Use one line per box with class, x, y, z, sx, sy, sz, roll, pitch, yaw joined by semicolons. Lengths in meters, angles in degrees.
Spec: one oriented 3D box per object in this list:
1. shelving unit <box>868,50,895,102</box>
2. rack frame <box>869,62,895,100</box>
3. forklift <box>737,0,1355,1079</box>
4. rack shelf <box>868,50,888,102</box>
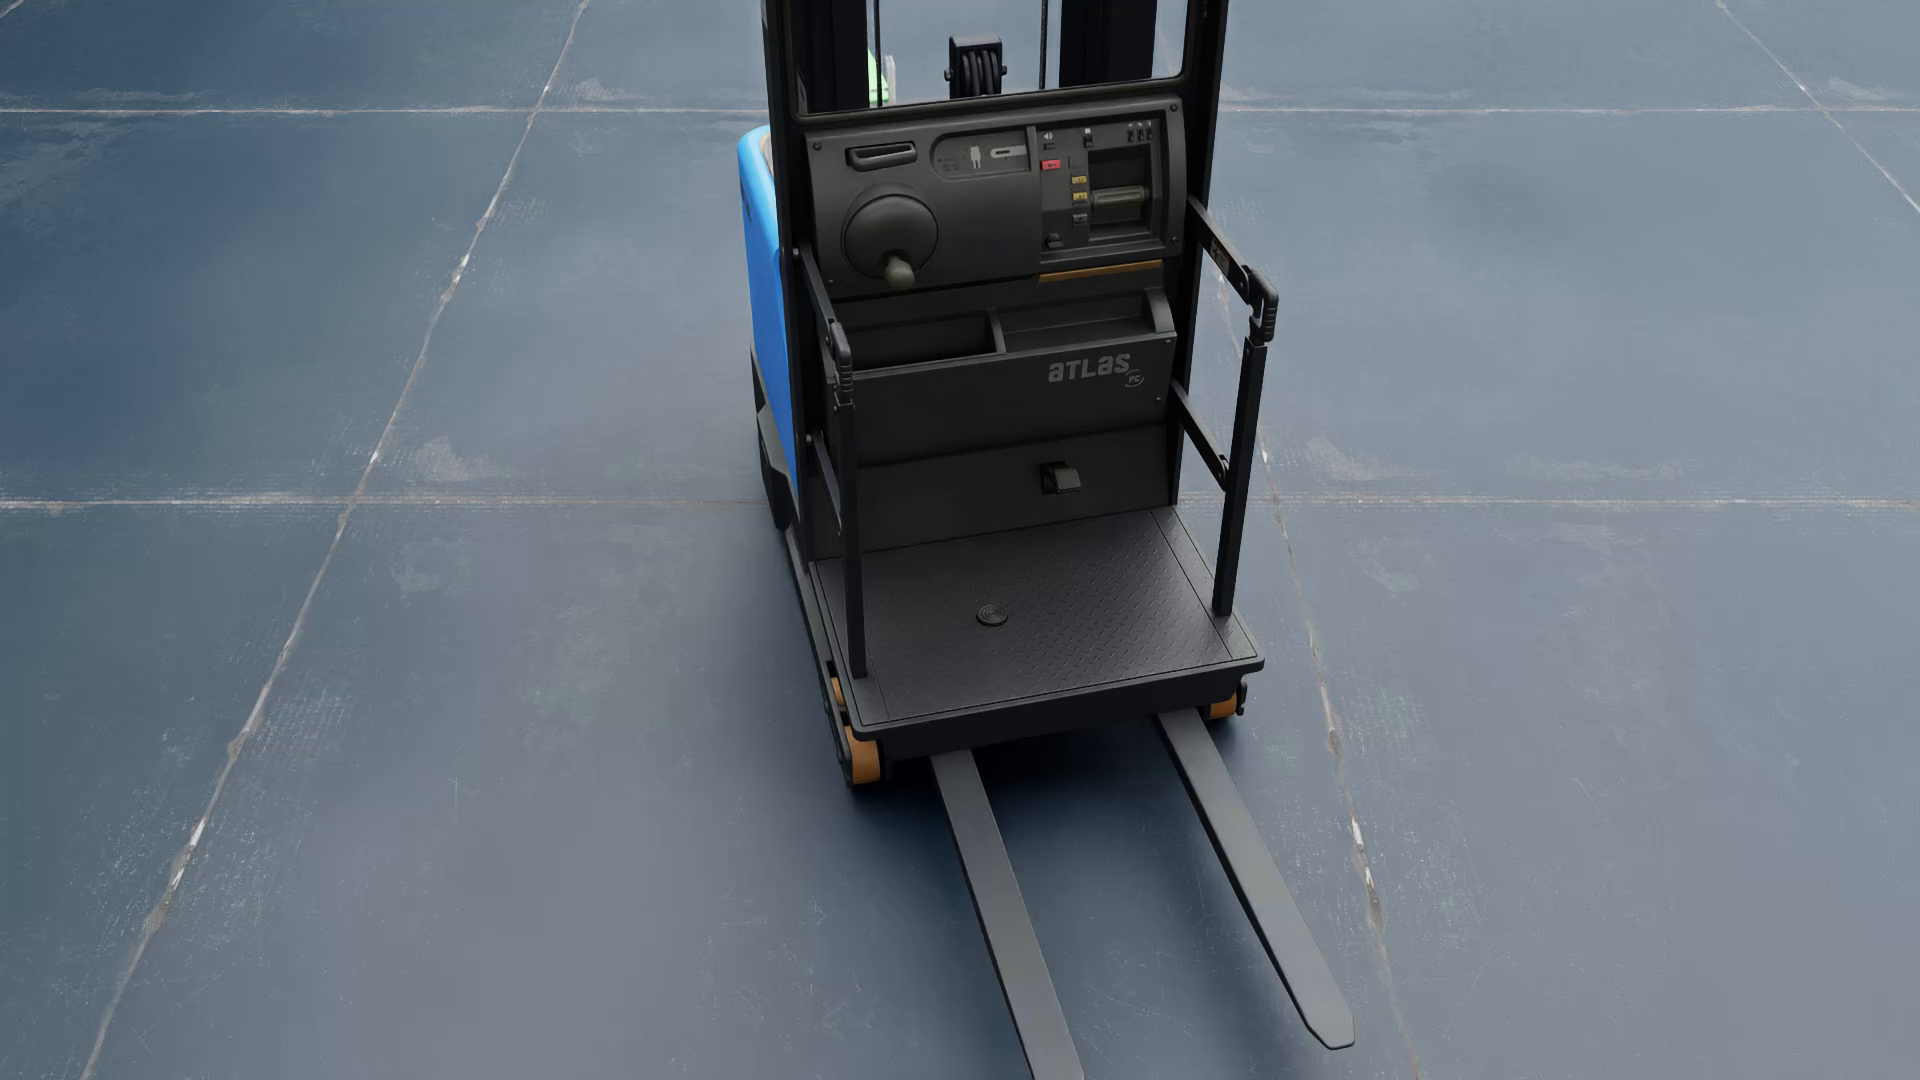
shelving unit;-0.383;-1.152;5.728;0.258;1.200;0.503;-9;40;-11
rack frame;-0.324;-1.004;5.543;0.240;1.200;0.015;-9;40;-11
forklift;0.153;-0.761;3.856;1.130;2.935;3.031;-9;40;-11
rack shelf;-0.383;-1.476;5.467;0.258;0.148;0.480;-9;40;-11
